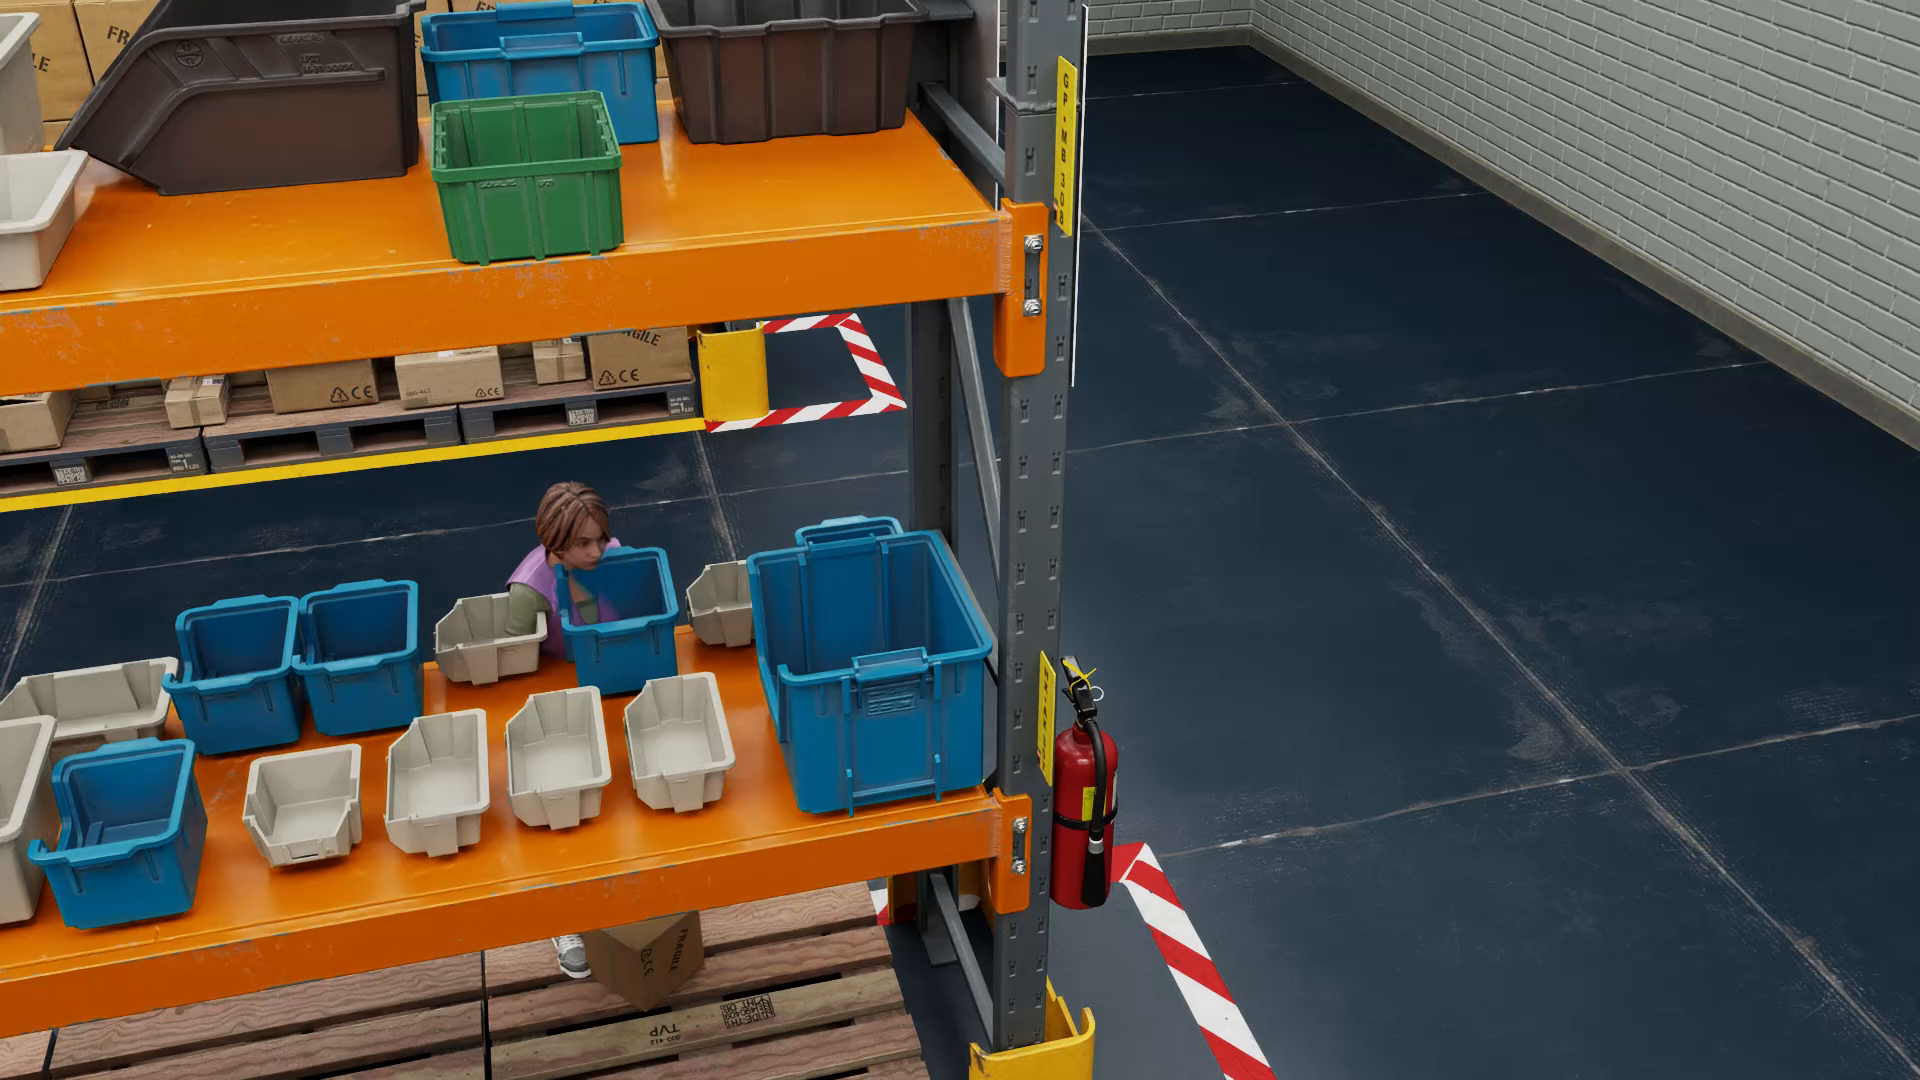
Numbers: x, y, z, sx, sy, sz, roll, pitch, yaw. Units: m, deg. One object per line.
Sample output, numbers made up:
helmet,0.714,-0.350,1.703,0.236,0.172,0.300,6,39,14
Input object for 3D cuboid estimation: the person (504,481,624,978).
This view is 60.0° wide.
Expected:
person,-1.092,0.525,4.849,0.474,1.592,0.350,-26,39,-36
